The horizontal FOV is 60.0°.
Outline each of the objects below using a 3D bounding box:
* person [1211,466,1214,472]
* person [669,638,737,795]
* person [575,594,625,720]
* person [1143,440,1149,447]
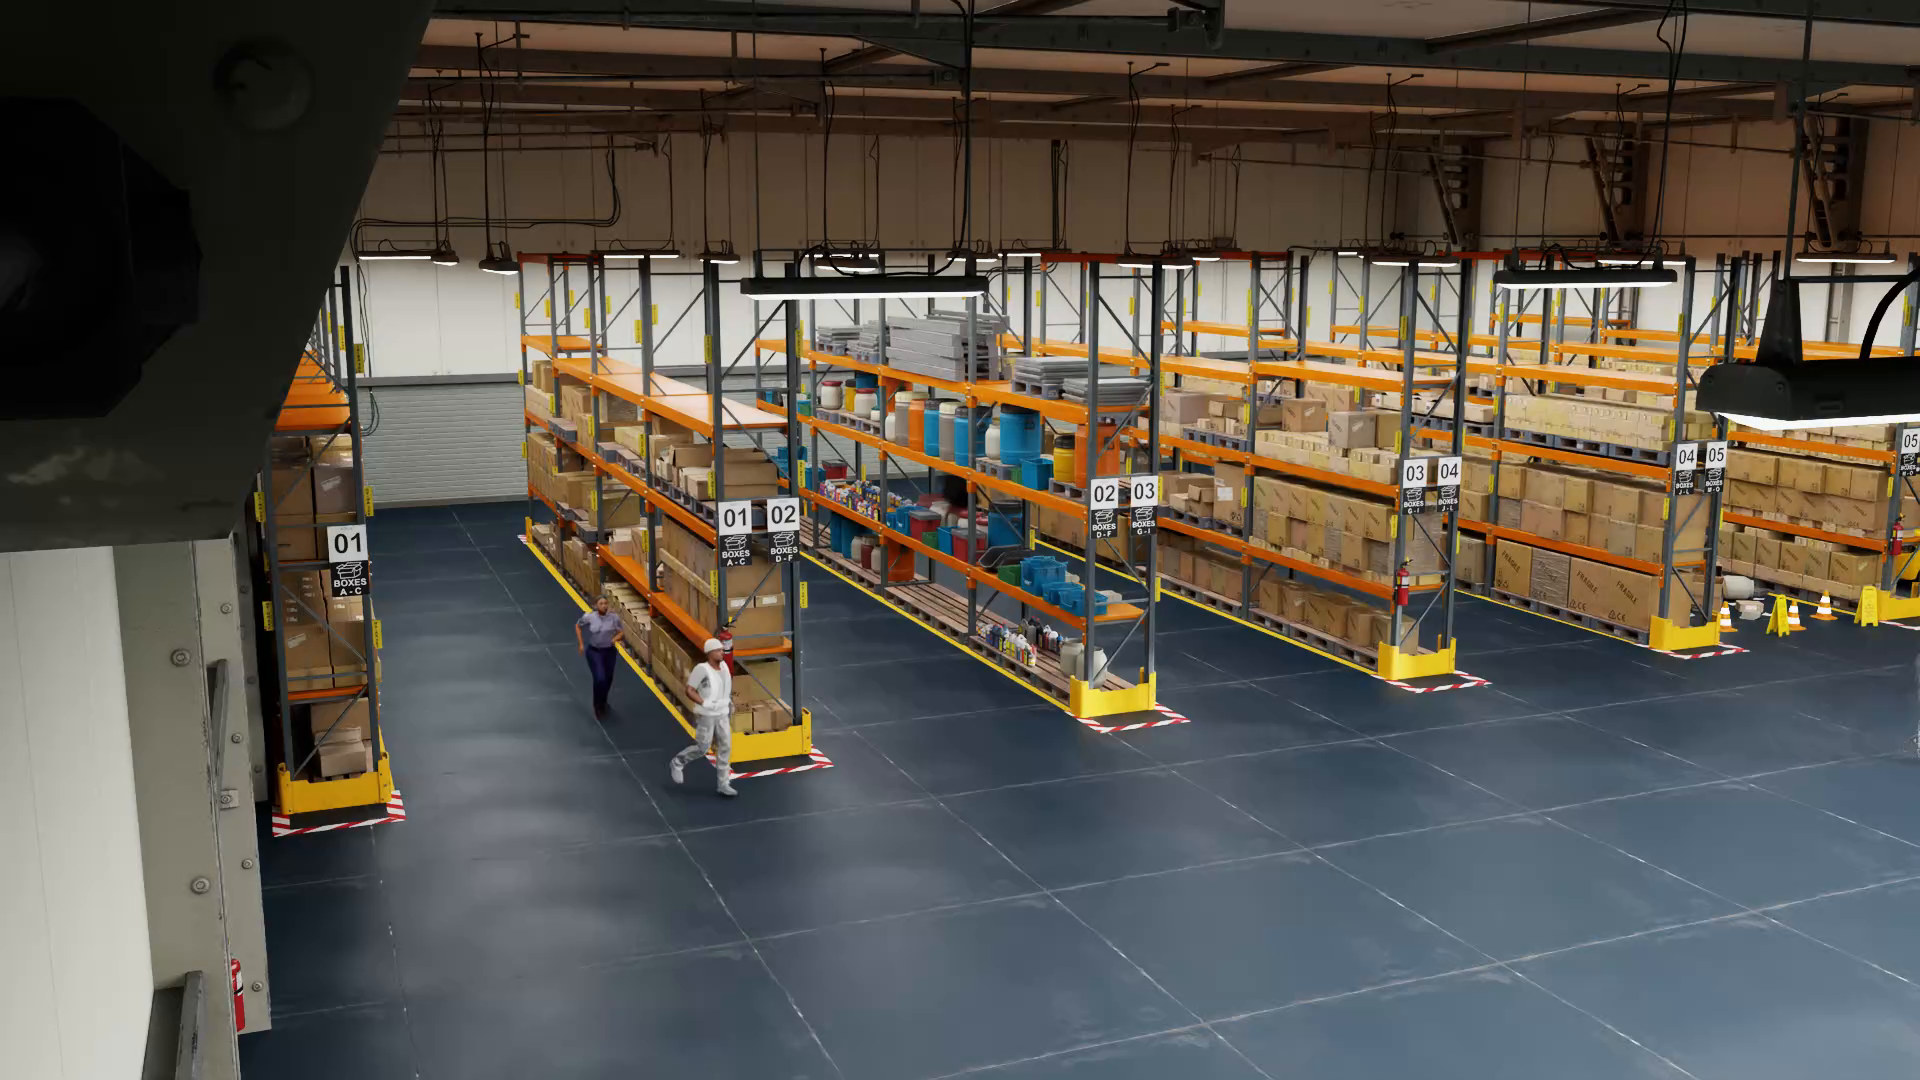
[{"bbox_3d":[6.632,-2.163,42.277,0.793,1.709,0.659,-8,13,-36],"label":"person"},{"bbox_3d":[-2.838,2.006,19.192,0.953,1.735,0.744,7,12,33],"label":"person"},{"bbox_3d":[-4.747,1.547,22.079,0.570,1.688,0.796,-6,12,-29],"label":"person"},{"bbox_3d":[4.244,-1.433,38.052,0.686,1.779,0.902,-3,11,-18],"label":"person"}]
